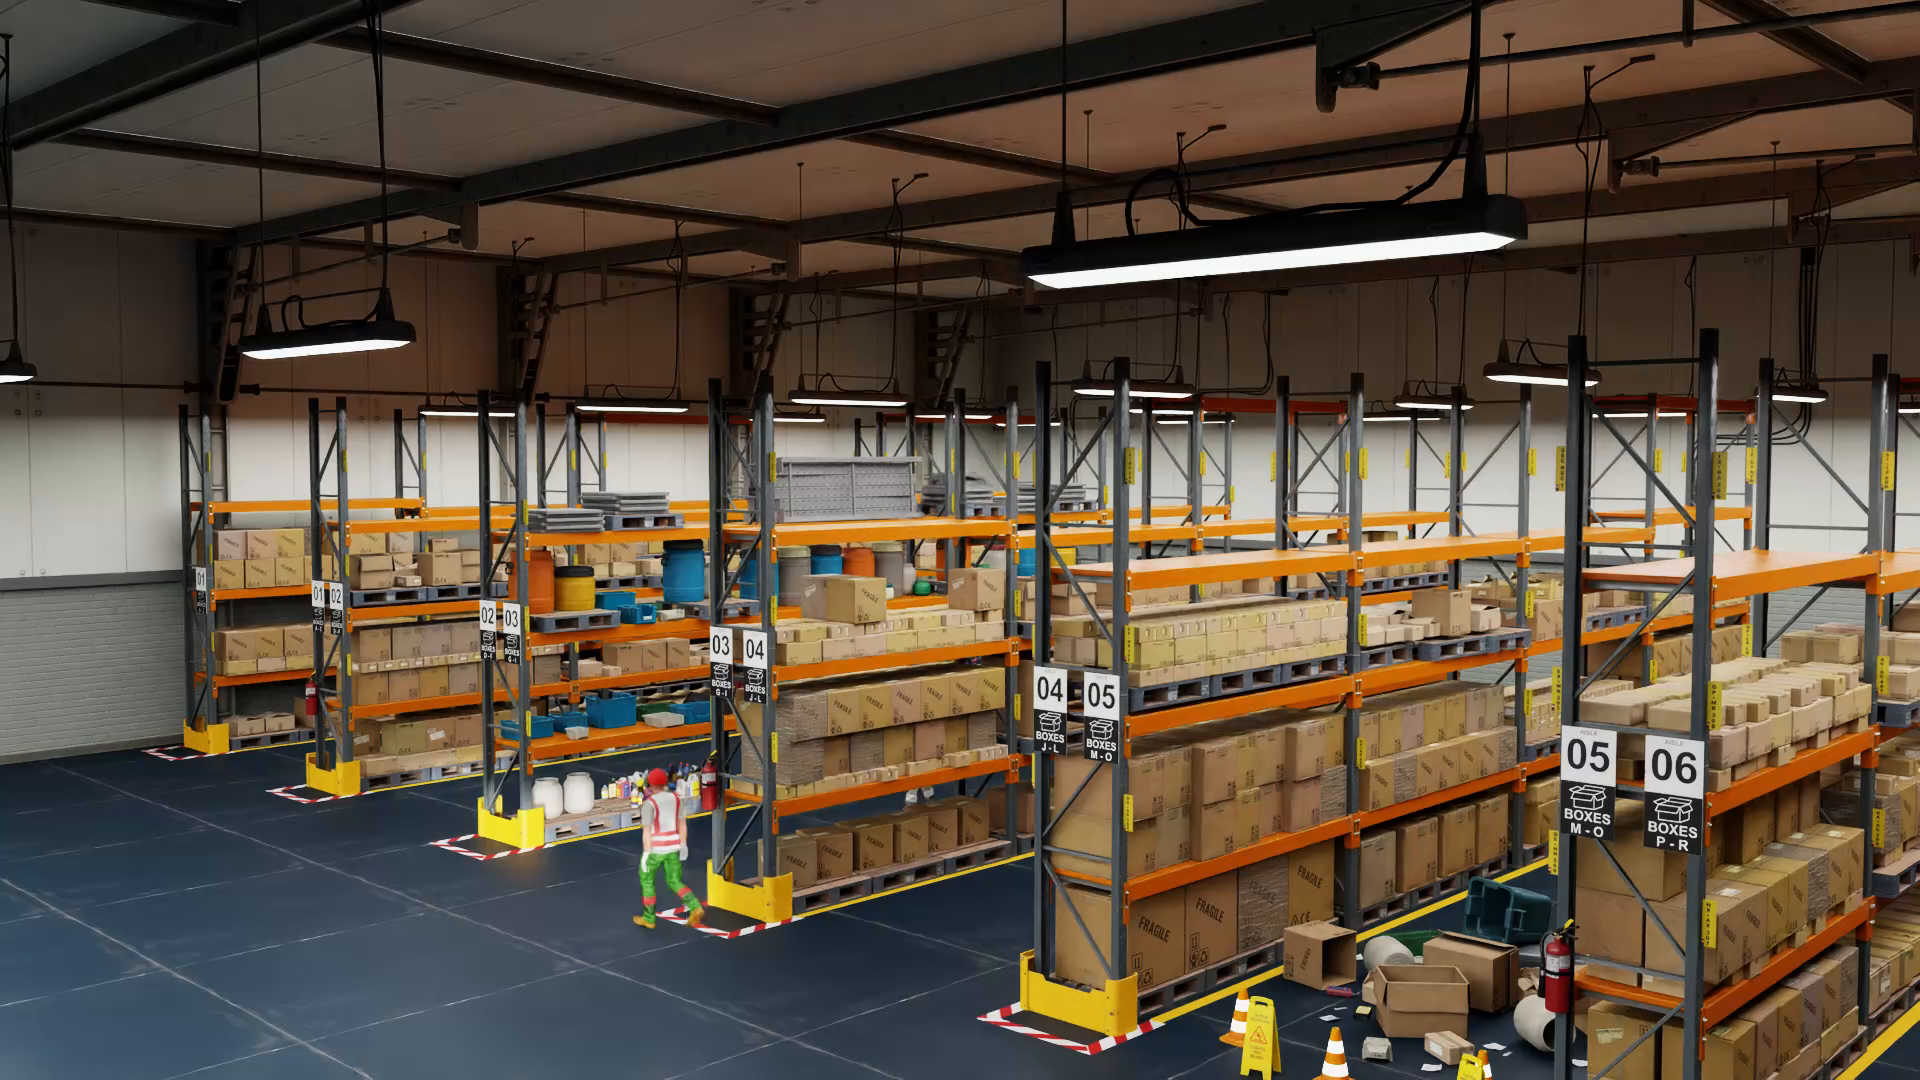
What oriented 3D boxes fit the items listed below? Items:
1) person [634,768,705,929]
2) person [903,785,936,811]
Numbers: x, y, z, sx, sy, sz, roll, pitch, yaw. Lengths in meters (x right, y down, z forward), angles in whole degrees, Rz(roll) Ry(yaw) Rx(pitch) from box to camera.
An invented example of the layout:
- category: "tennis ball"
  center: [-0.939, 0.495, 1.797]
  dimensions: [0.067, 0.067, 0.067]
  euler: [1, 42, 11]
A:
- category: "person"
  center: [-3.159, 3.339, 17.899]
  dimensions: [0.967, 1.755, 0.614]
  euler: [3, 4, 40]
- category: "person"
  center: [-0.652, 3.029, 23.357]
  dimensions: [0.924, 1.742, 0.587]
  euler: [-2, 4, -38]
